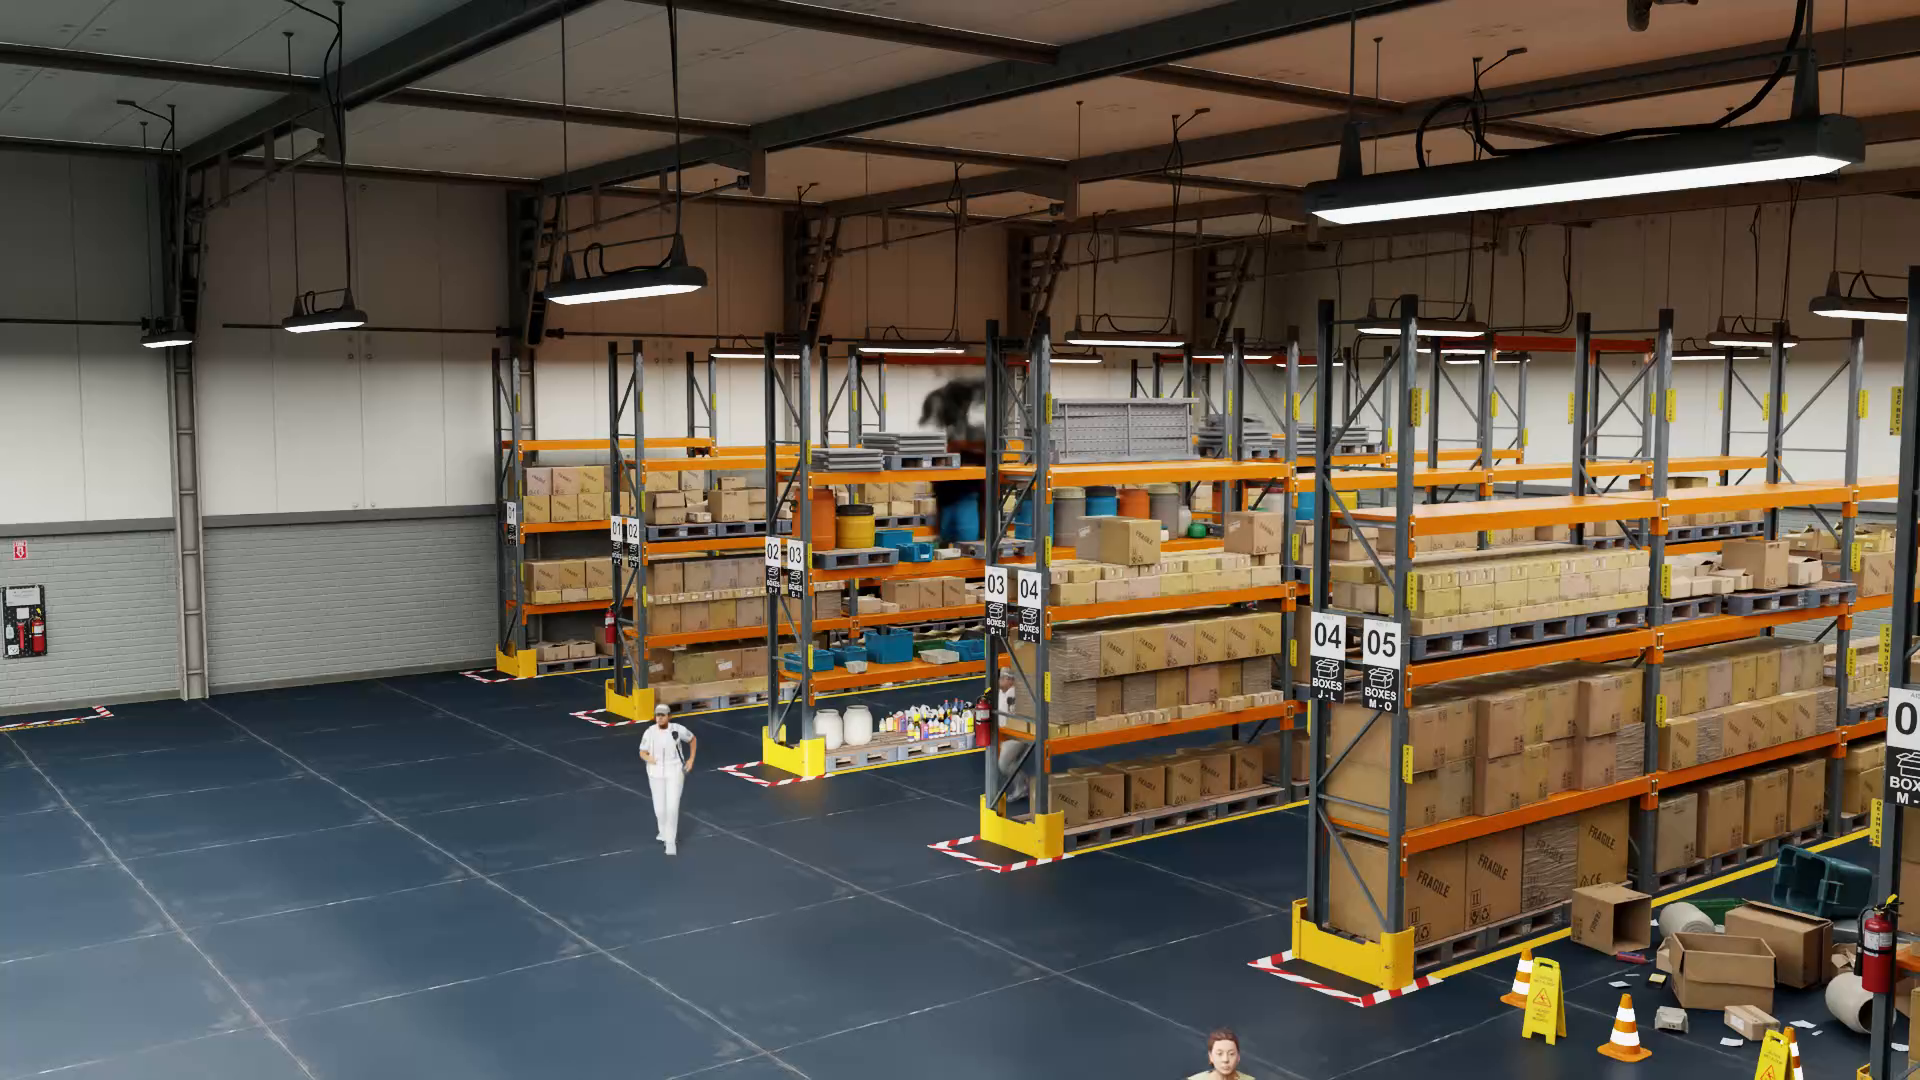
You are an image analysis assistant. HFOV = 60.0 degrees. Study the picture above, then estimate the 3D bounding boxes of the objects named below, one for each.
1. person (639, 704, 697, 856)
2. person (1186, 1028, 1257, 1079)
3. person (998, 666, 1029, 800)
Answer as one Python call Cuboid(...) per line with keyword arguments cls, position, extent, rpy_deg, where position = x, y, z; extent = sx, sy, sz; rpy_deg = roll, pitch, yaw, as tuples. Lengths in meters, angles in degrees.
Cuboid(cls="person", position=(-3.329, 2.705, 18.903), extent=(0.608, 1.703, 0.733), rpy_deg=(0, 5, 1))
Cuboid(cls="person", position=(1.476, 3.539, 9.358), extent=(0.581, 1.625, 0.562), rpy_deg=(0, 5, 3))
Cuboid(cls="person", position=(0.624, 2.453, 20.915), extent=(0.767, 1.738, 0.687), rpy_deg=(-4, 6, -37))
